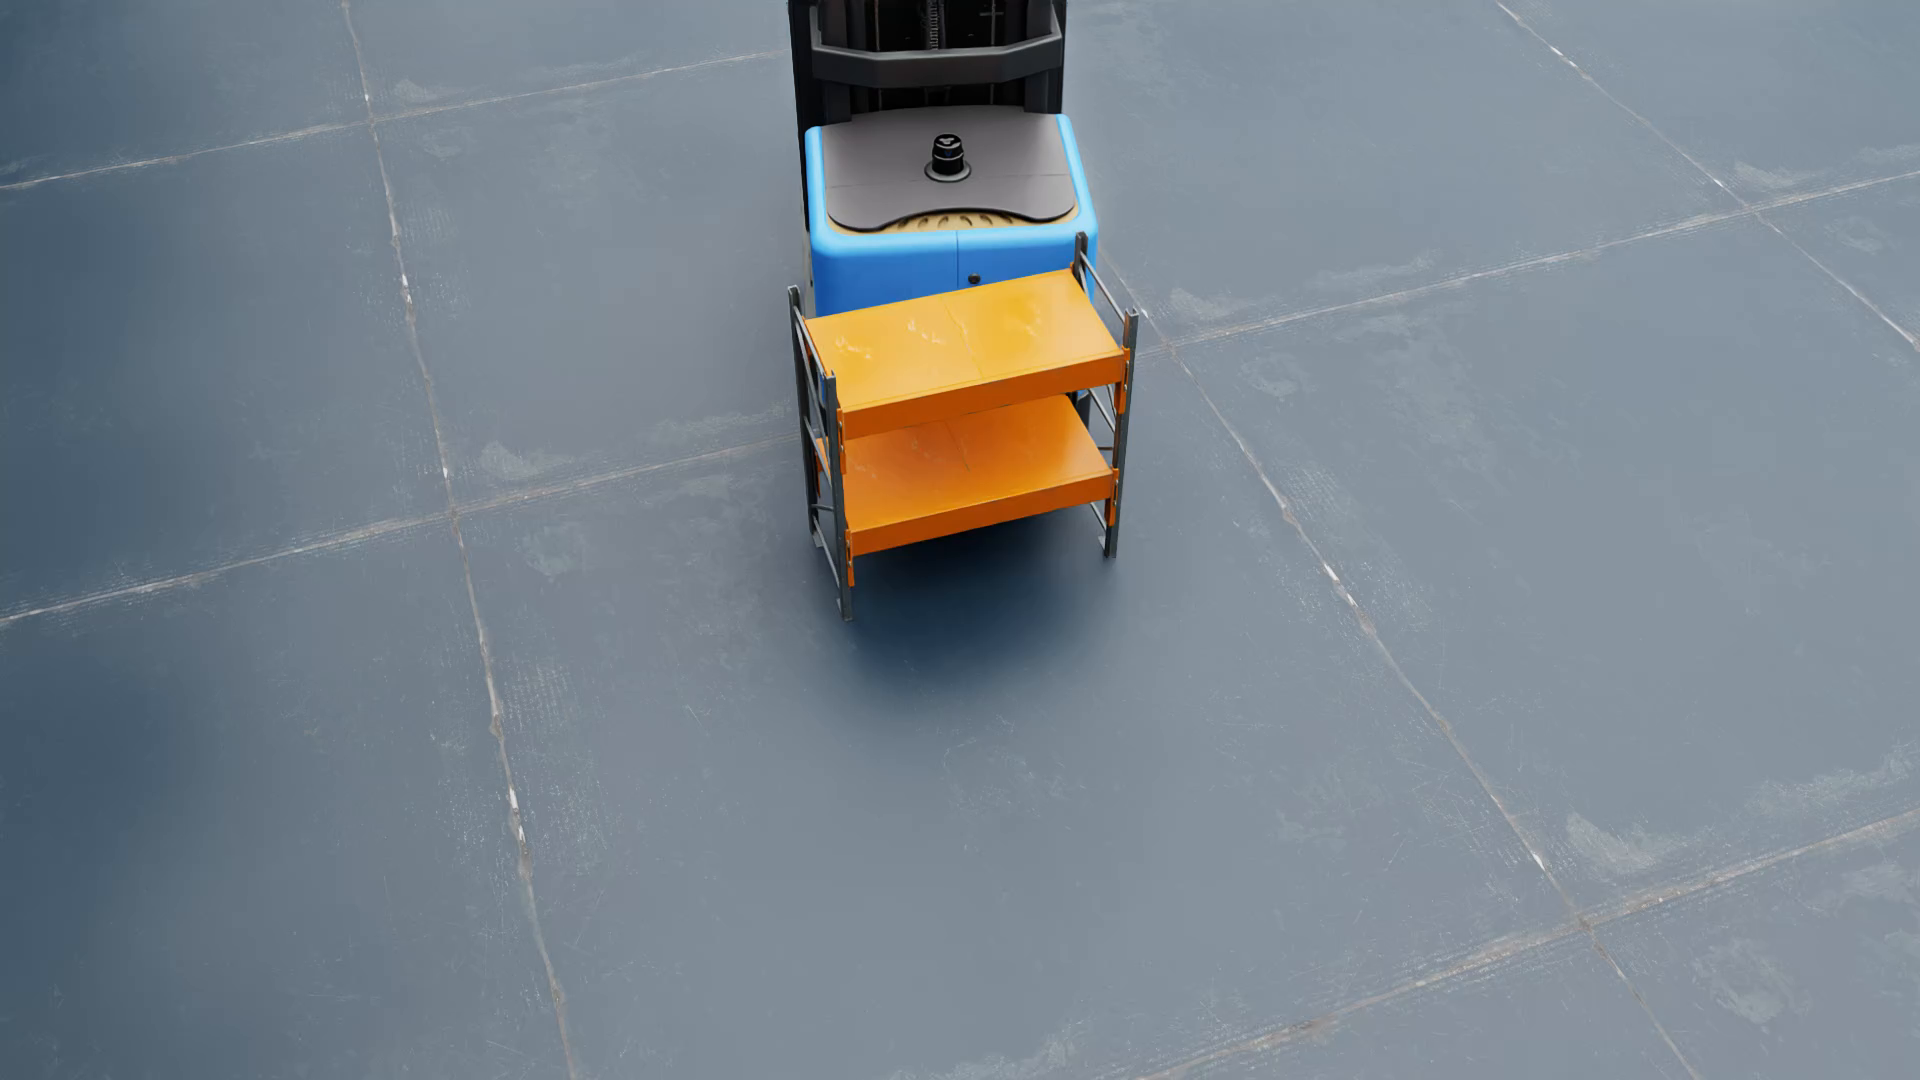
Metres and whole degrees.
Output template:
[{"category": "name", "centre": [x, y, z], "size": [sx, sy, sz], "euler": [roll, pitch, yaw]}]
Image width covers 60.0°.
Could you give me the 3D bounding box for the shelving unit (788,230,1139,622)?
[{"category": "shelving unit", "centre": [0.006, -0.387, 5.841], "size": [1.048, 1.125, 0.538], "euler": [-13, 47, -13]}]

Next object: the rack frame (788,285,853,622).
[{"category": "rack frame", "centre": [-0.477, -0.275, 5.730], "size": [0.032, 1.125, 0.500], "euler": [-13, 47, -13]}]

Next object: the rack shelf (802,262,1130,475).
[{"category": "rack shelf", "centre": [0.006, -0.593, 5.634], "size": [1.000, 0.278, 0.538], "euler": [-13, 47, -13]}]

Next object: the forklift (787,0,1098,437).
[{"category": "forklift", "centre": [-0.151, -2.380, 6.553], "size": [1.130, 2.935, 3.031], "euler": [-4, 45, -4]}]

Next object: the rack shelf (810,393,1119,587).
[{"category": "rack shelf", "centre": [0.006, -0.214, 6.015], "size": [1.000, 0.278, 0.538], "euler": [-13, 47, -13]}]

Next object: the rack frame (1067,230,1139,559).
[{"category": "rack frame", "centre": [0.489, -0.499, 5.953], "size": [0.032, 1.125, 0.500], "euler": [-13, 47, -13]}]
